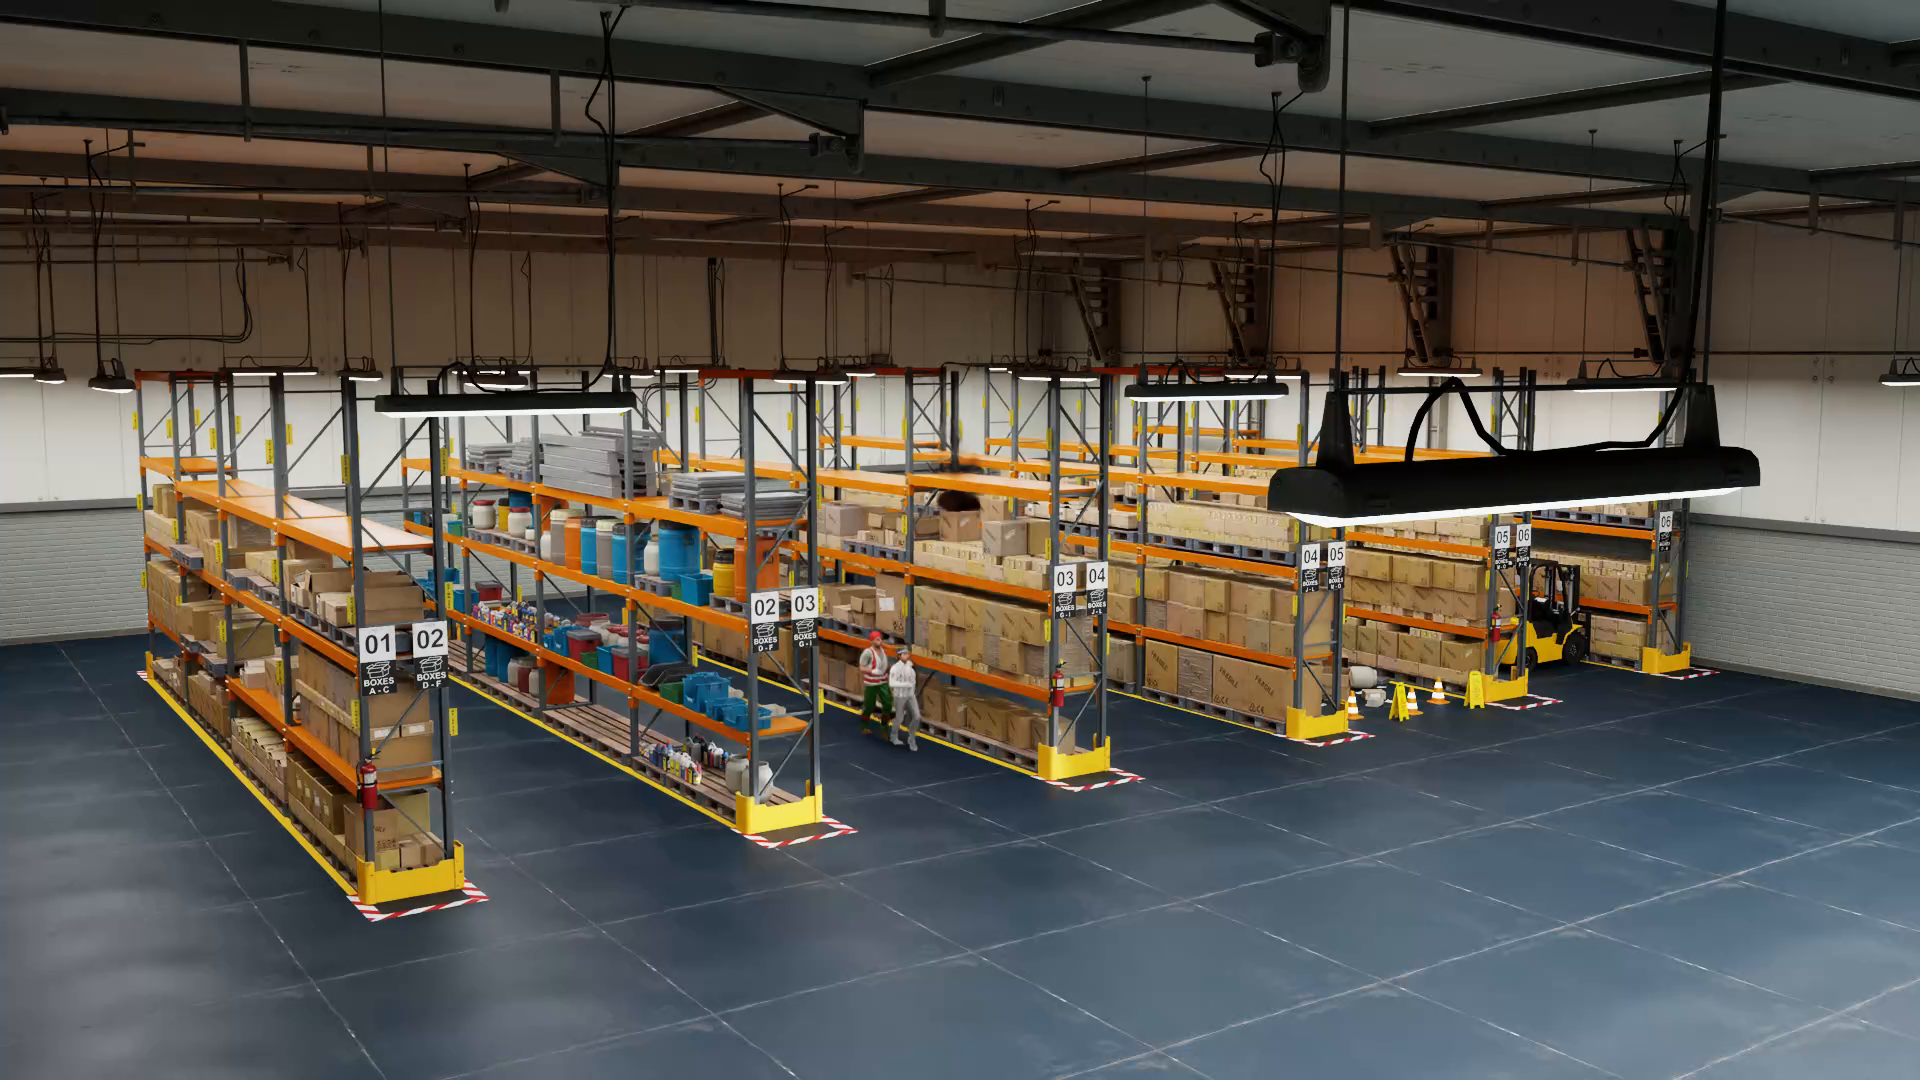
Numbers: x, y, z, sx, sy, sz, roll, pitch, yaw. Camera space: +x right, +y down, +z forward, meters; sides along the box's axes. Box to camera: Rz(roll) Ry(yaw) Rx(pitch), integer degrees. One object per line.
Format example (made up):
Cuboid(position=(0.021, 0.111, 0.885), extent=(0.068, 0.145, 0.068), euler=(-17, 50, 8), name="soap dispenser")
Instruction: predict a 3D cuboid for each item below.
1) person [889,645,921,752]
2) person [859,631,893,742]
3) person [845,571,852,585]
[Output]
Cuboid(position=(-0.881, 2.518, 26.474), extent=(0.590, 1.740, 0.726), euler=(-4, 8, -33), name="person")
Cuboid(position=(-1.387, 2.391, 27.175), extent=(0.633, 1.839, 0.764), euler=(-5, 8, -36), name="person")
Cuboid(position=(-2.850, 0.810, 42.050), extent=(0.683, 1.554, 0.675), euler=(2, 7, 13), name="person")
